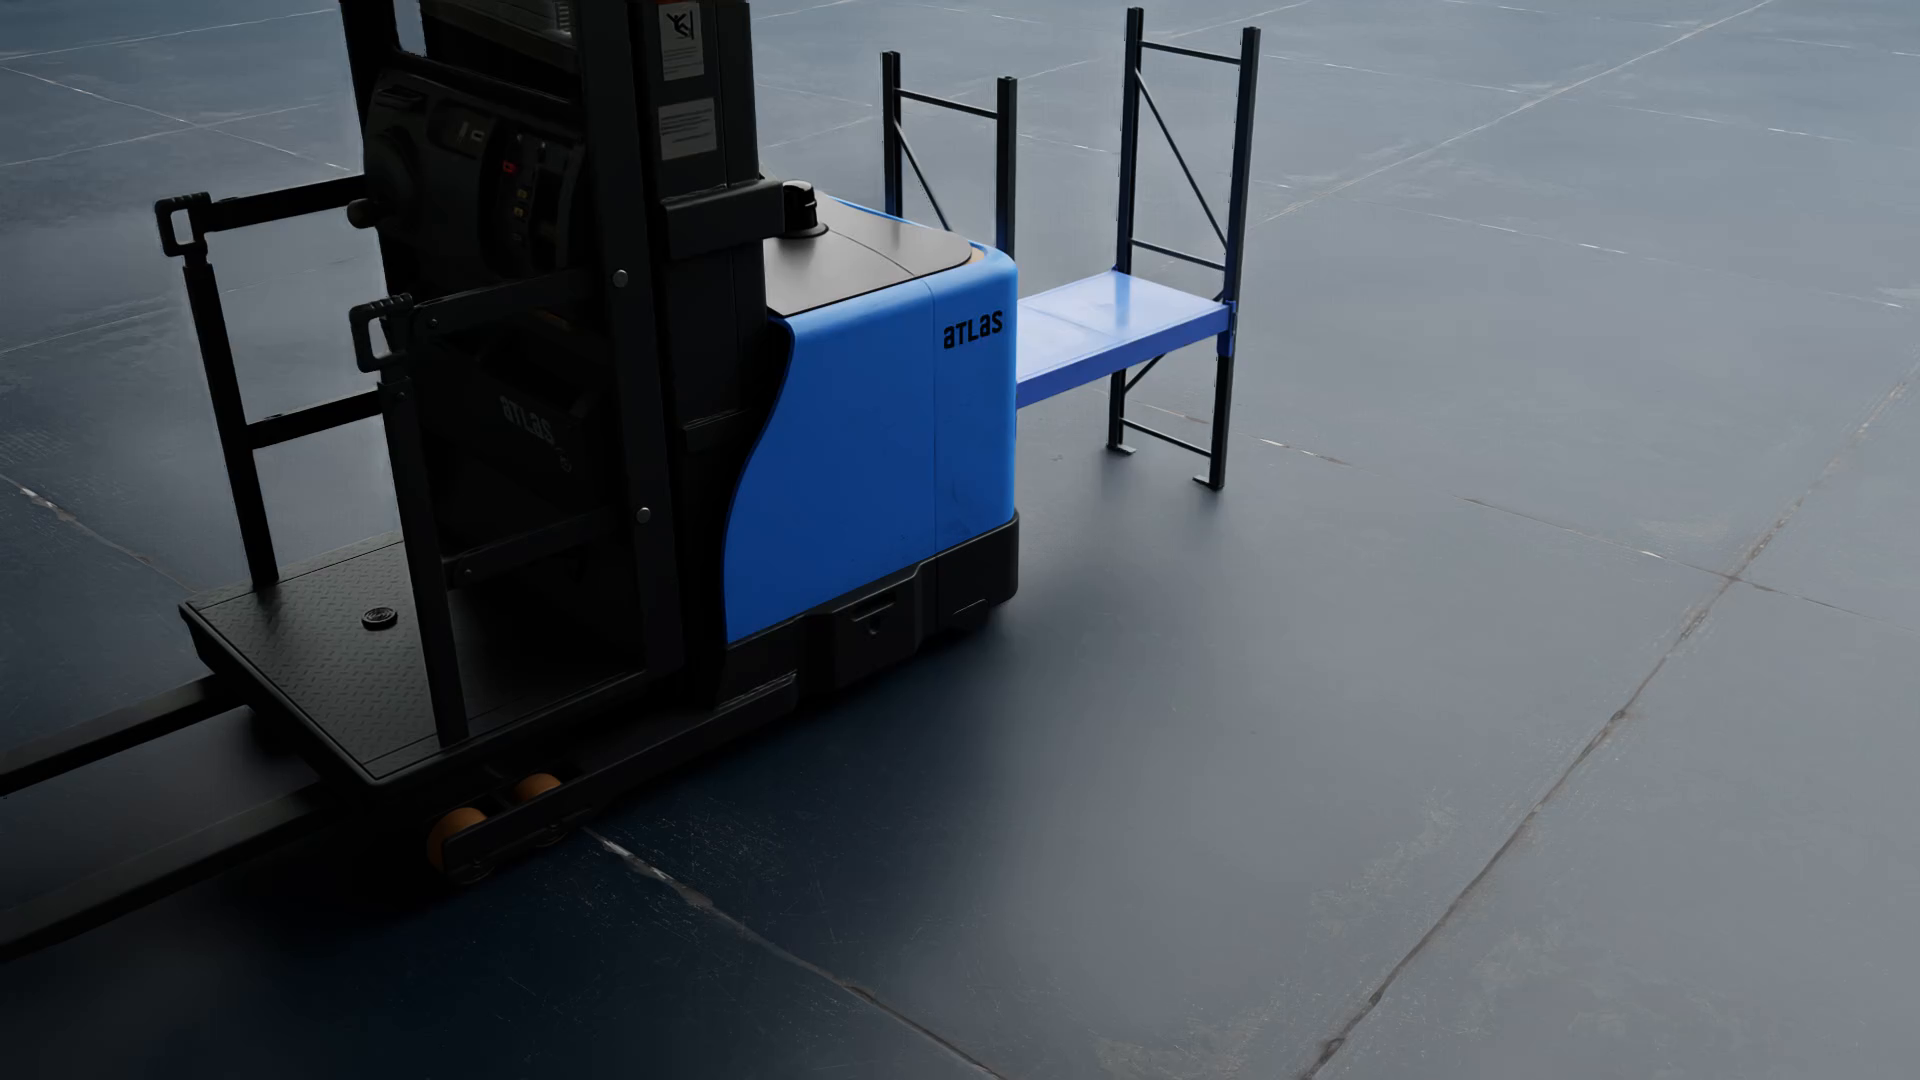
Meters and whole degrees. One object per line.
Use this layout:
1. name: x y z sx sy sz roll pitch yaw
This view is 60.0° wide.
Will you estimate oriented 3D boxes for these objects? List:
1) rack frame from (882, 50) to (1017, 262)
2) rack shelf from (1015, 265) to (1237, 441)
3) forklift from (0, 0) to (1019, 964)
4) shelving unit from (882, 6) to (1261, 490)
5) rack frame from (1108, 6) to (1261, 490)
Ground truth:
1. rack frame: -0.034 -0.603 4.784 0.032 1.500 0.500 -23 35 -38
2. rack shelf: 0.336 -0.604 5.176 1.000 0.185 0.538 -23 35 -38
3. forklift: -1.250 -0.797 3.601 3.031 2.935 1.130 -23 35 -38
4. shelving unit: 0.336 -0.764 5.094 1.048 1.500 0.538 -23 35 -38
5. rack frame: 0.706 -0.924 5.403 0.032 1.500 0.500 -23 35 -38
